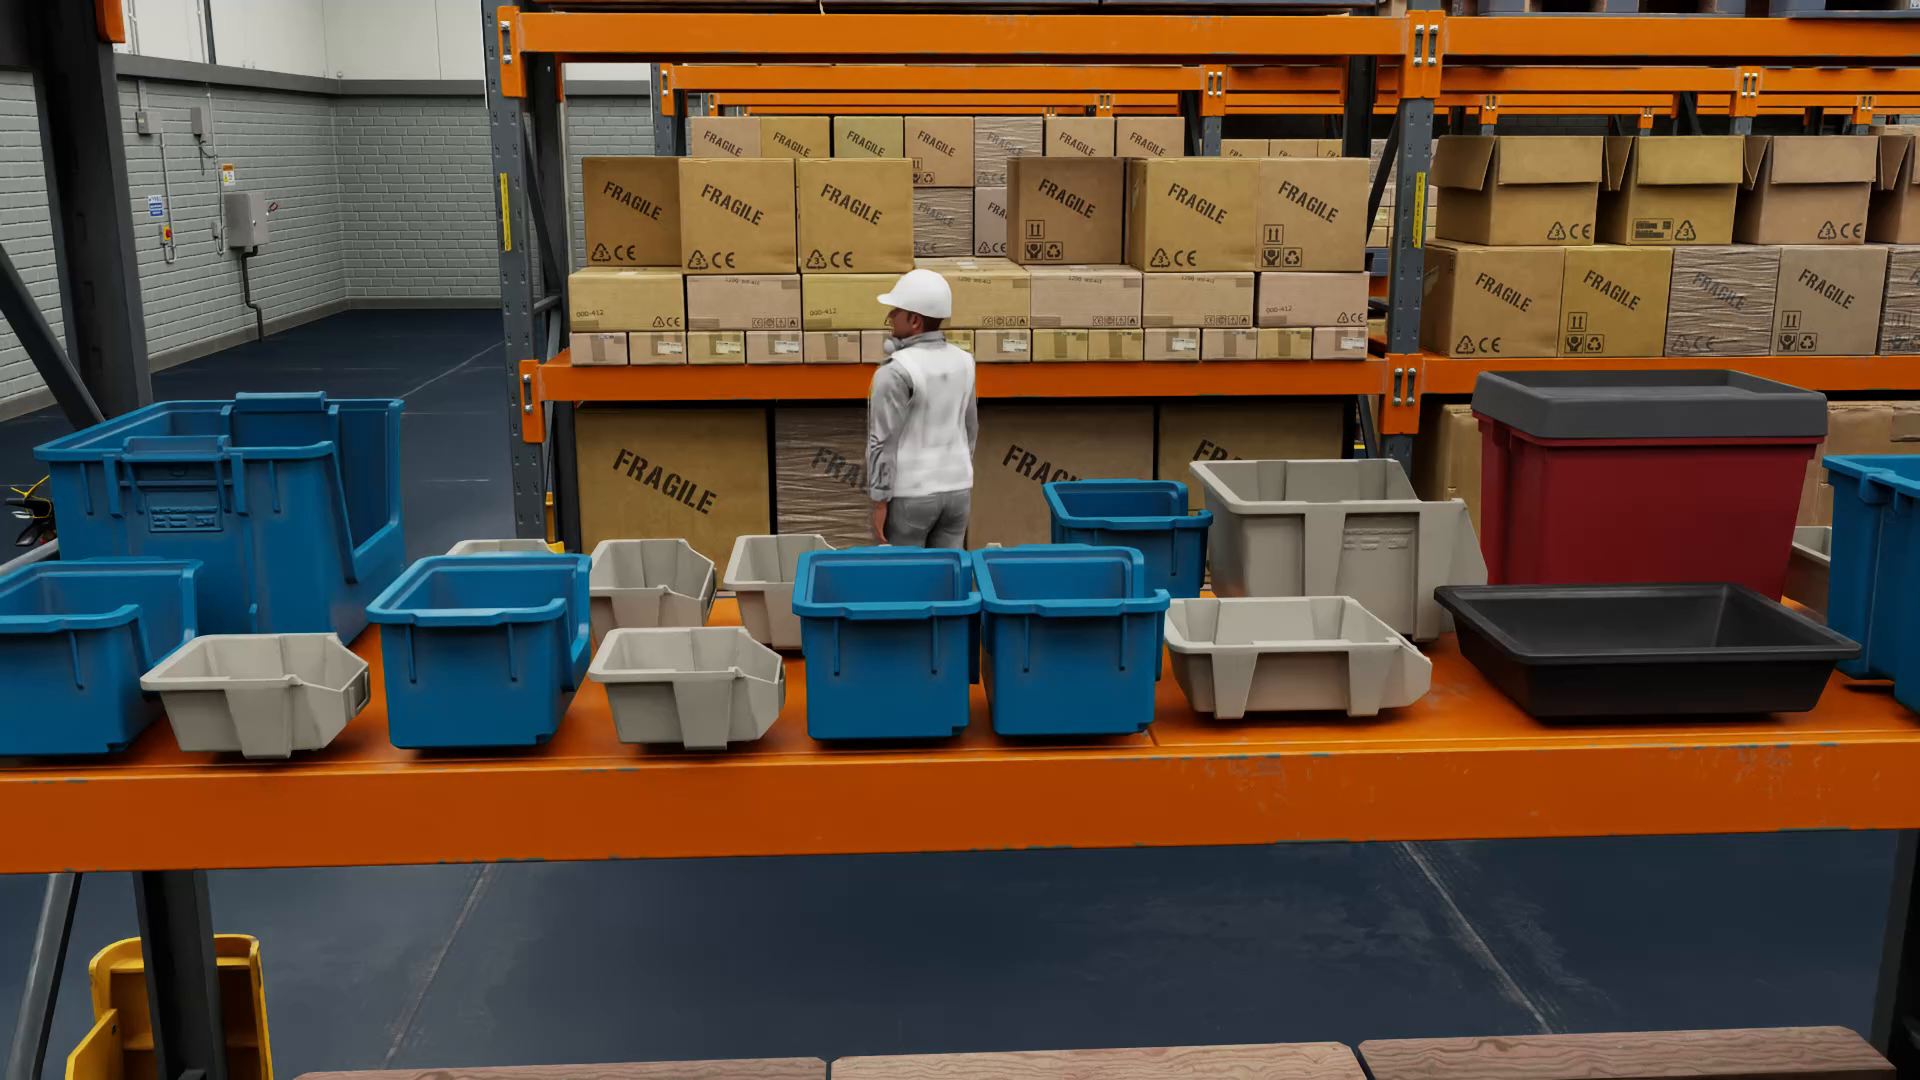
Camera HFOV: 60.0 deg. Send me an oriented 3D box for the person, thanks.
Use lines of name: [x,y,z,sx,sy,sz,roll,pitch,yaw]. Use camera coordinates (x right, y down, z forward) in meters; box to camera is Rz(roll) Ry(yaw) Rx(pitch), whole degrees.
person: [-0.153,-0.179,6.617,0.558,1.776,0.382,-11,17,-39]
